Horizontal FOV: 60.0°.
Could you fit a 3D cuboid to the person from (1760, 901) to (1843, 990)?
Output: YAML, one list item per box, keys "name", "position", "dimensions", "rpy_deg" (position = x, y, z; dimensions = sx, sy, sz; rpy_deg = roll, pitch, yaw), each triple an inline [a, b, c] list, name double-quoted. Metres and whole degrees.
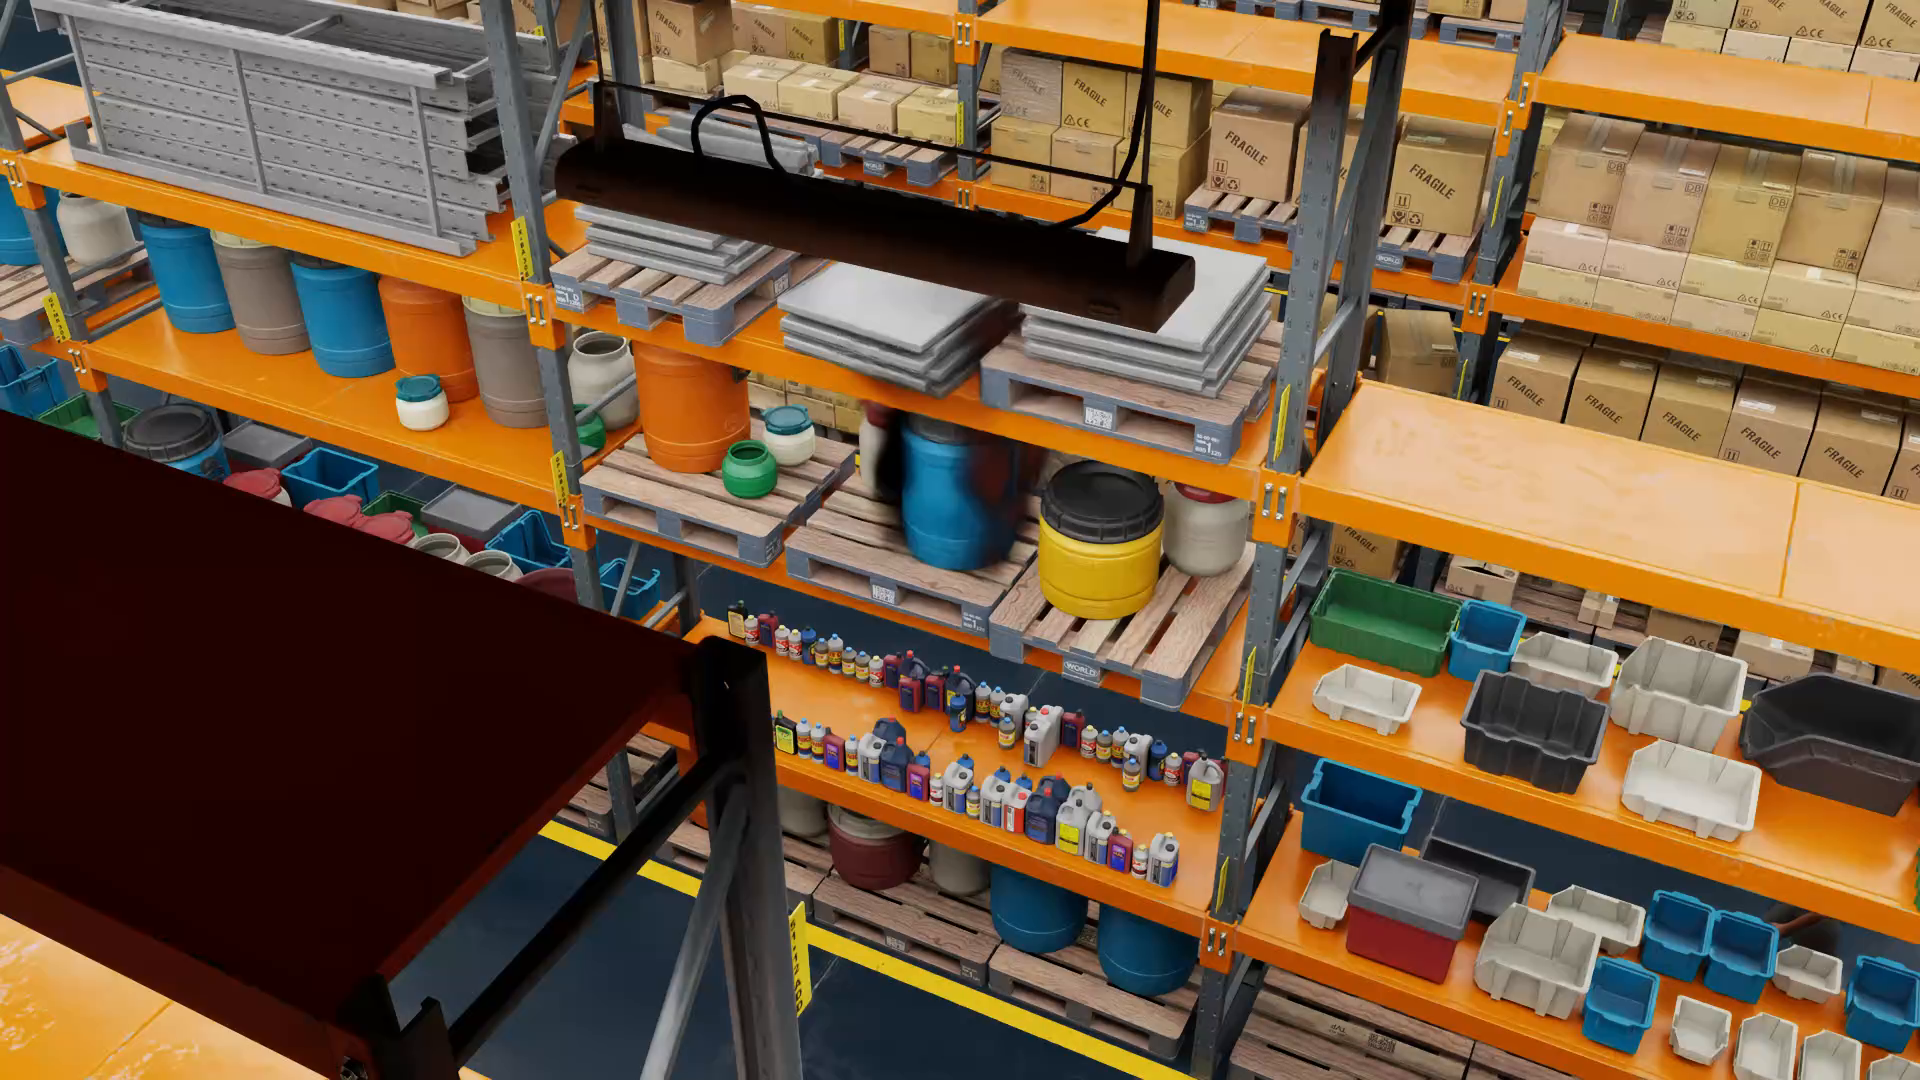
- name: "person"
  position: [4.809, 2.106, 9.460]
  dimensions: [0.986, 1.588, 0.543]
  rpy_deg: [18, 39, 24]
